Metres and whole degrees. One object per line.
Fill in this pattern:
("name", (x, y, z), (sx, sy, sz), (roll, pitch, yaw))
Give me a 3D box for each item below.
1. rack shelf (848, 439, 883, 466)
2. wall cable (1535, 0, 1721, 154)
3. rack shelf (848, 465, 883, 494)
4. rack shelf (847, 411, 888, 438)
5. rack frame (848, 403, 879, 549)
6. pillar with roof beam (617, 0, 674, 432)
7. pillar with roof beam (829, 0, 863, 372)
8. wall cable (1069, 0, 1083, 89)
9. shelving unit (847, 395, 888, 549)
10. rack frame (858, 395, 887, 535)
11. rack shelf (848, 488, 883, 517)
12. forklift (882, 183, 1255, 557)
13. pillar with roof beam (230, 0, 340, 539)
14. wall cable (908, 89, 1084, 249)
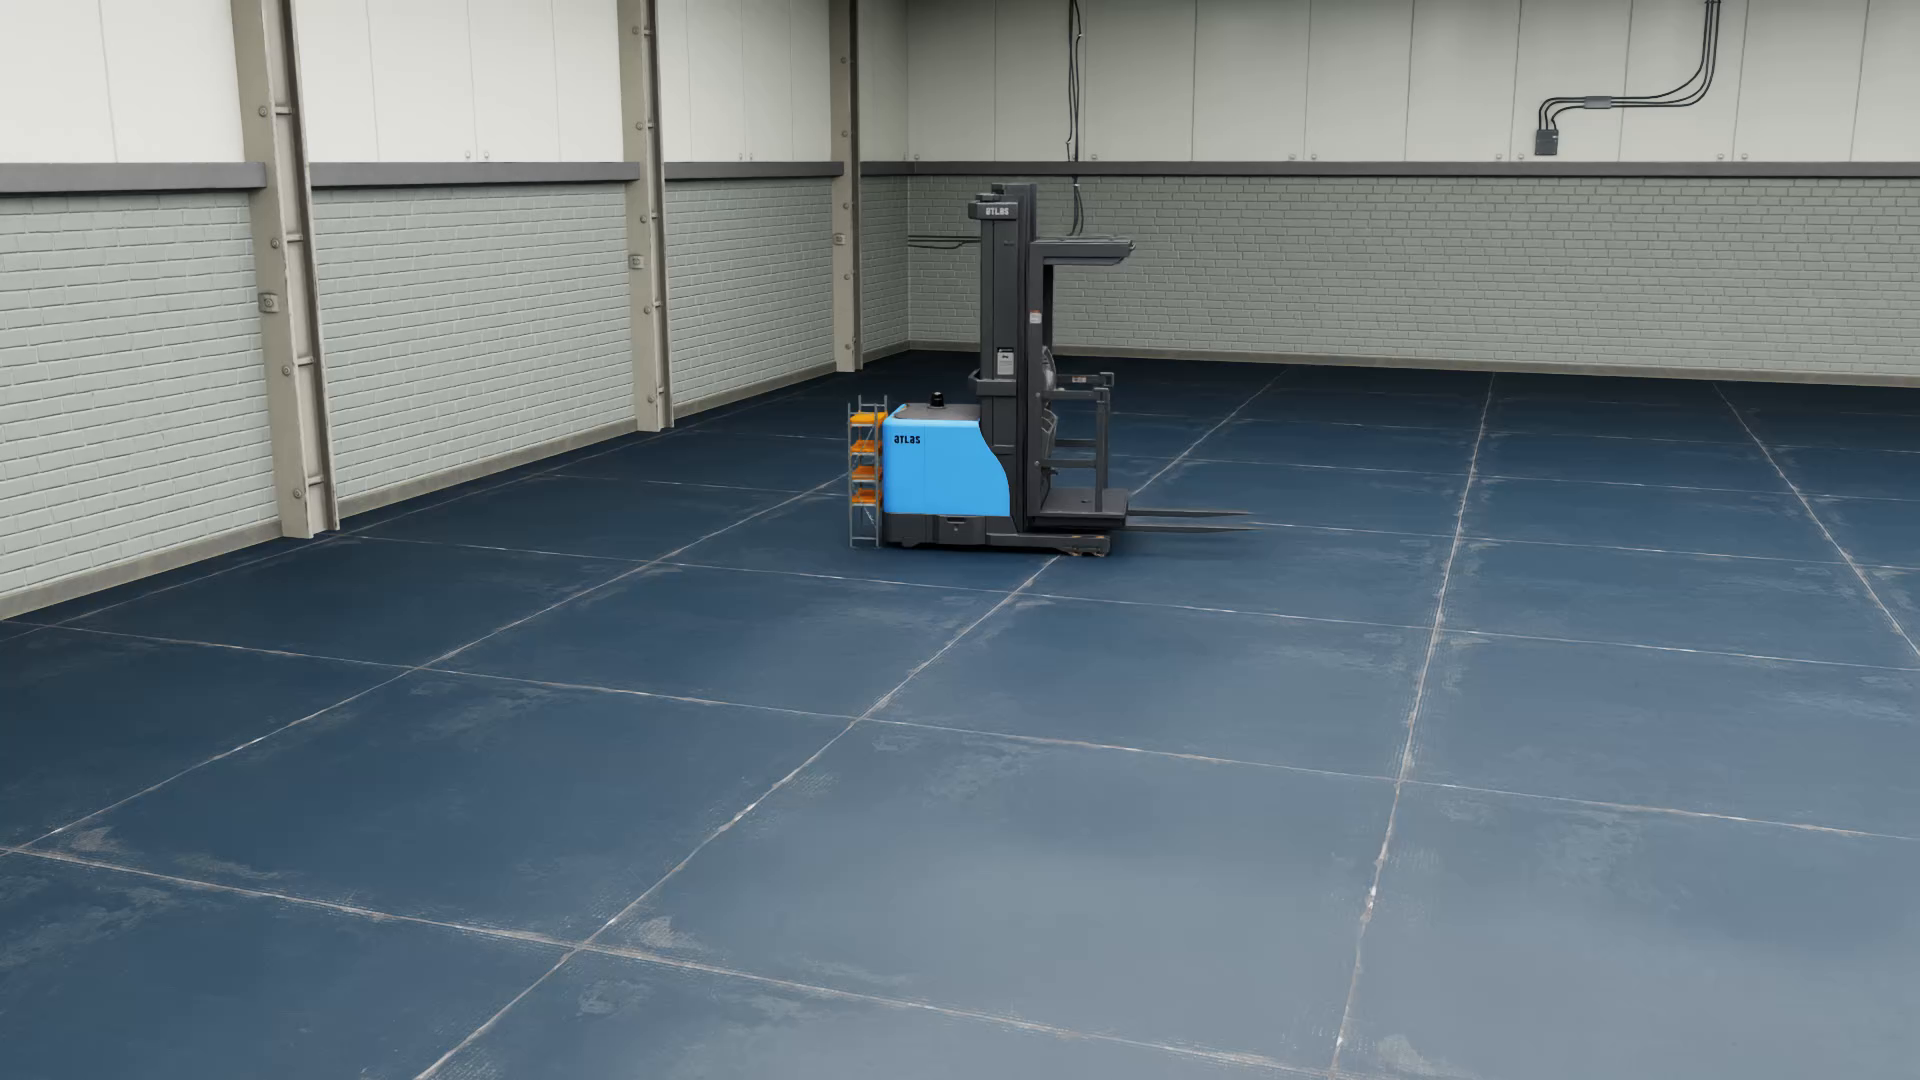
("rack shelf", (-0.759, -0.726, 13.767), (0.258, 0.148, 0.480), (2, 13, 7))
("wall cable", (9.487, -8.475, 23.253), (2.305, 6.003, 0.169), (4, 14, 18))
("rack shelf", (-0.759, -0.507, 13.817), (0.258, 0.148, 0.480), (2, 13, 7))
("rack shelf", (-0.759, -0.956, 13.715), (0.258, 0.148, 0.480), (2, 13, 7))
("rack frame", (-0.789, -0.519, 13.566), (0.240, 1.200, 0.015), (2, 13, 7))
("pillar with roof beam", (0.437, -5.405, 17.447), (9.100, 9.000, 0.400), (4, 14, 18))
("pillar with roof beam", (2.379, -6.669, 22.982), (9.100, 9.000, 0.400), (4, 14, 18))
("wall cable", (3.070, -8.257, 25.571), (3.097, 2.526, 0.112), (4, 14, 18))
("shelving unit", (-0.759, -0.573, 13.802), (0.258, 1.200, 0.503), (2, 13, 7))
("rack frame", (-0.730, -0.627, 14.038), (0.240, 1.200, 0.015), (2, 13, 7))
("rack shelf", (-0.759, -0.314, 13.861), (0.258, 0.148, 0.480), (2, 13, 7))
("forklift", (0.915, -1.419, 13.618), (3.031, 2.935, 1.130), (2, 13, 7))
("pillar with roof beam", (-1.504, -4.142, 11.912), (9.100, 9.000, 0.400), (4, 14, 18))
("wall cable", (0.510, -5.990, 26.986), (3.097, 2.526, 0.112), (4, 14, 18))
